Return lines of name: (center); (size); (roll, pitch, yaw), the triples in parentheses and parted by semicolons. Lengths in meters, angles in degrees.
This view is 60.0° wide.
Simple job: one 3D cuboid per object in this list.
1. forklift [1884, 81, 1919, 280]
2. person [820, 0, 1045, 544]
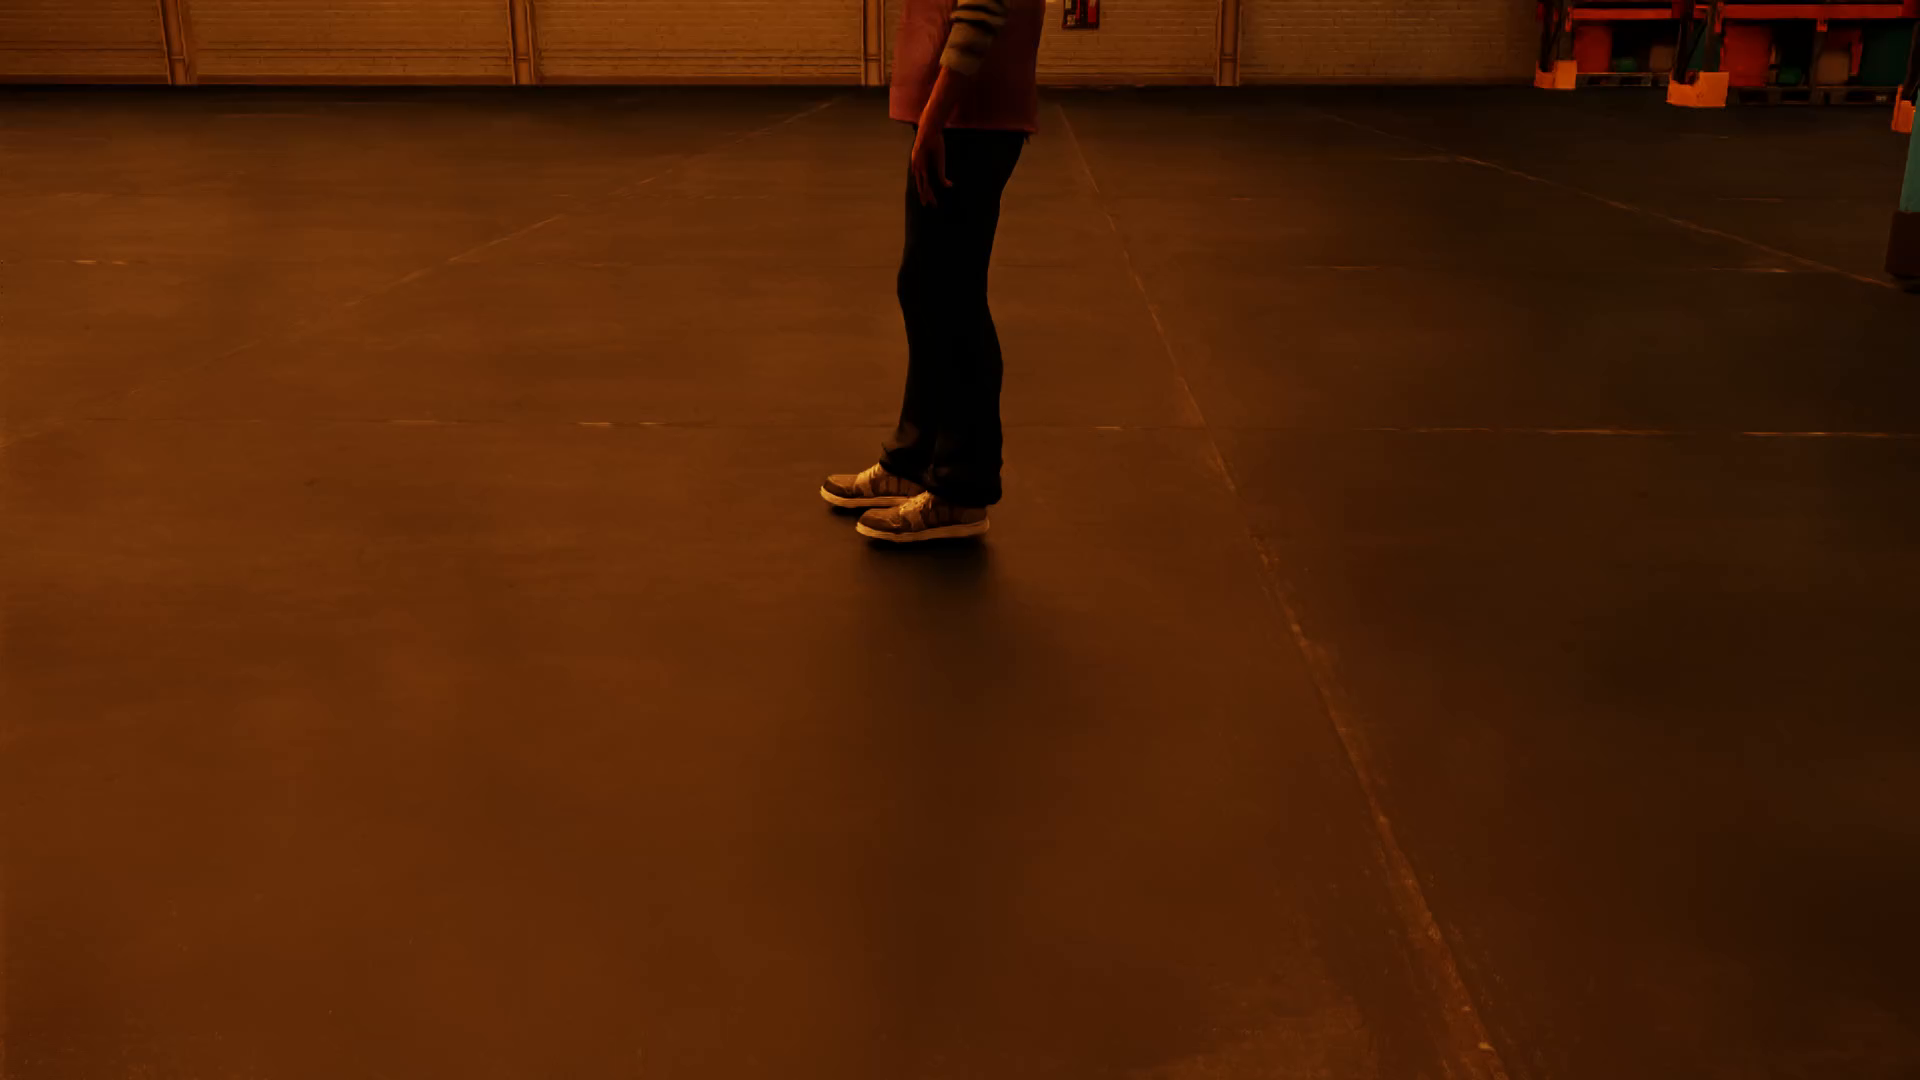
forklift: (5.108, -2.516, 6.531); (3.031, 2.935, 1.130); (-12, 21, -34)
person: (-0.074, -0.774, 3.148); (0.474, 1.597, 0.520); (1, 17, 2)
